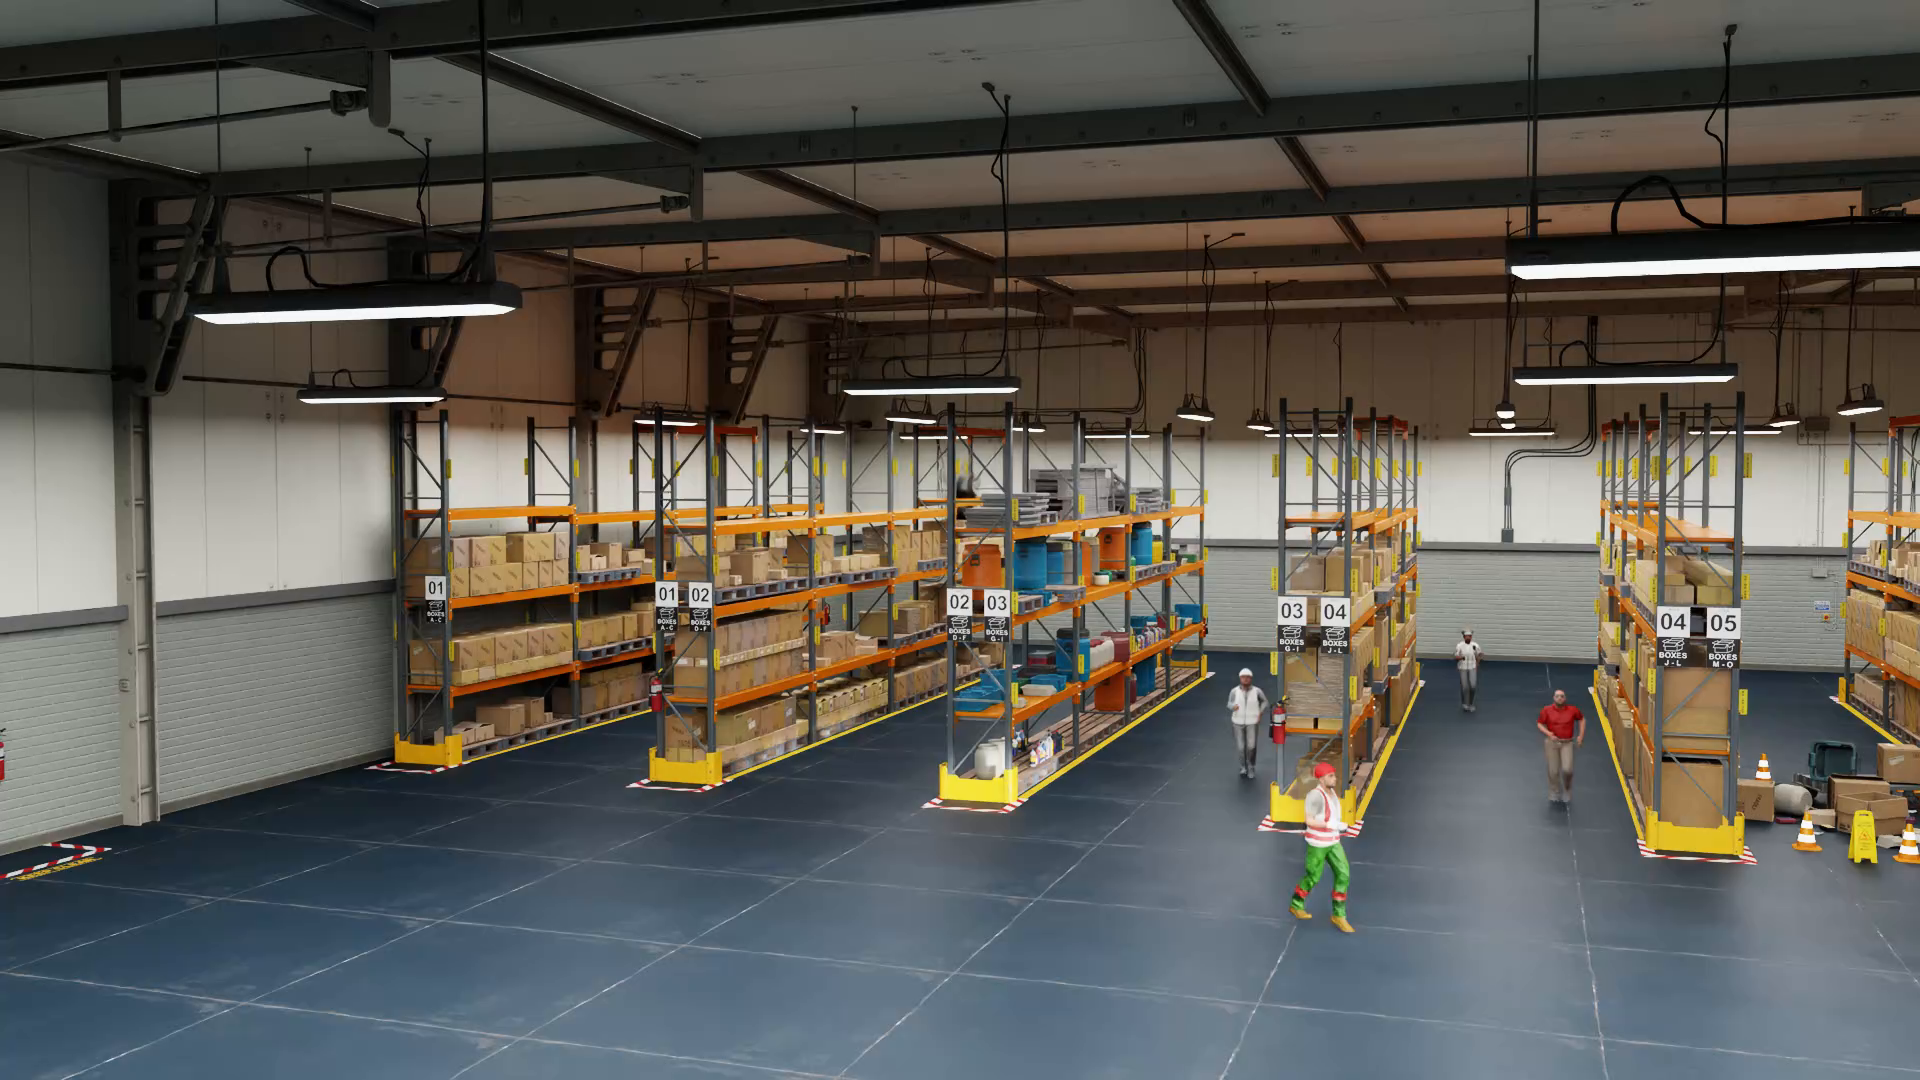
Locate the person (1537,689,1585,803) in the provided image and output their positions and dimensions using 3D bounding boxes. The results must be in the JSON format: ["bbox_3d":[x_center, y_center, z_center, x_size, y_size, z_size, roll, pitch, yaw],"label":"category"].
[{"bbox_3d":[8.976,3.094,24.828,0.689,1.727,0.666,1,3,17],"label":"person"}]

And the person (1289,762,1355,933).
[{"bbox_3d":[3.926,3.335,18.101,0.633,1.840,0.795,-2,3,-41],"label":"person"}]

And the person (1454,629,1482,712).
[{"bbox_3d":[10.466,2.698,34.284,0.530,1.722,0.660,1,3,15],"label":"person"}]

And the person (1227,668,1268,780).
[{"bbox_3d":[4.624,2.975,26.845,0.640,1.789,0.669,1,3,16],"label":"person"}]
